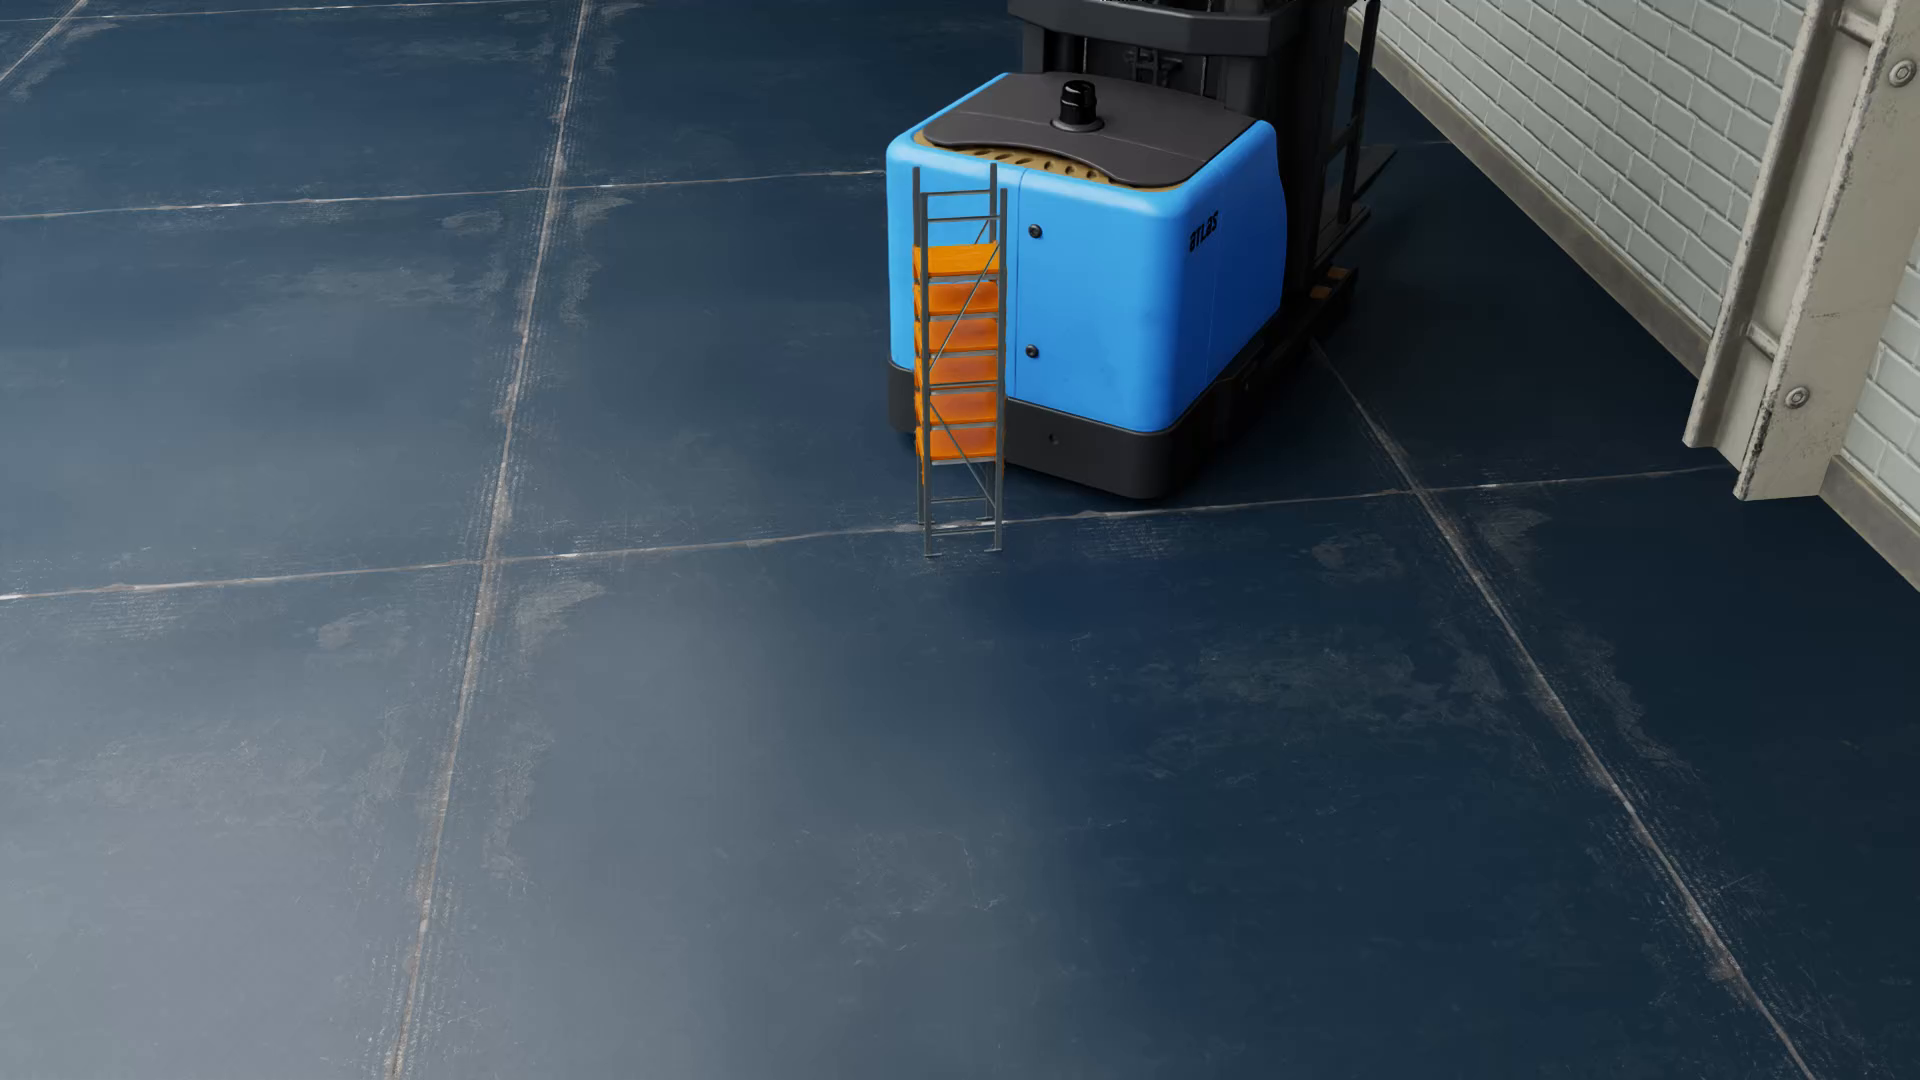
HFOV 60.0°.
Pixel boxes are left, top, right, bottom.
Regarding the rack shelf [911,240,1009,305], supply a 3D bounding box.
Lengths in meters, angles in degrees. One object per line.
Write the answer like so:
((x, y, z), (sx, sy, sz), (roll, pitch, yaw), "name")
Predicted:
((-0.002, -0.765, 4.746), (0.258, 0.103, 0.180), (-4, 35, -6), "rack shelf")

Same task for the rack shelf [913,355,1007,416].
((-0.002, -0.467, 4.949), (0.258, 0.103, 0.180), (-4, 35, -6), "rack shelf")

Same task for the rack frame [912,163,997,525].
((-0.014, -0.555, 4.999), (0.240, 1.200, 0.006), (-4, 35, -6), "rack frame")

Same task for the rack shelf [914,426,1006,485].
((-0.002, -0.269, 5.084), (0.258, 0.103, 0.180), (-4, 35, -6), "rack shelf")

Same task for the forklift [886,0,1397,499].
((0.917, -2.146, 5.797), (1.130, 2.935, 3.031), (18, 38, 24), "forklift")

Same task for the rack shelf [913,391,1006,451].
((-0.002, -0.368, 5.017), (0.258, 0.103, 0.180), (-4, 35, -6), "rack shelf")

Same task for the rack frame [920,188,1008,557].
((0.010, -0.453, 4.849), (0.240, 1.200, 0.006), (-4, 35, -6), "rack frame")

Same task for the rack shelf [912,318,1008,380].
((-0.002, -0.566, 4.881), (0.258, 0.103, 0.180), (-4, 35, -6), "rack shelf")

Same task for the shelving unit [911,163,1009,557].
((-0.002, -0.504, 4.924), (0.258, 1.200, 0.189), (-4, 35, -6), "shelving unit")

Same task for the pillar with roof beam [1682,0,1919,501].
((-1.587, -3.643, 2.605), (9.100, 9.000, 0.400), (-4, 35, -6), "pillar with roof beam")

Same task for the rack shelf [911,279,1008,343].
((-0.002, -0.665, 4.814), (0.258, 0.103, 0.180), (-4, 35, -6), "rack shelf")
